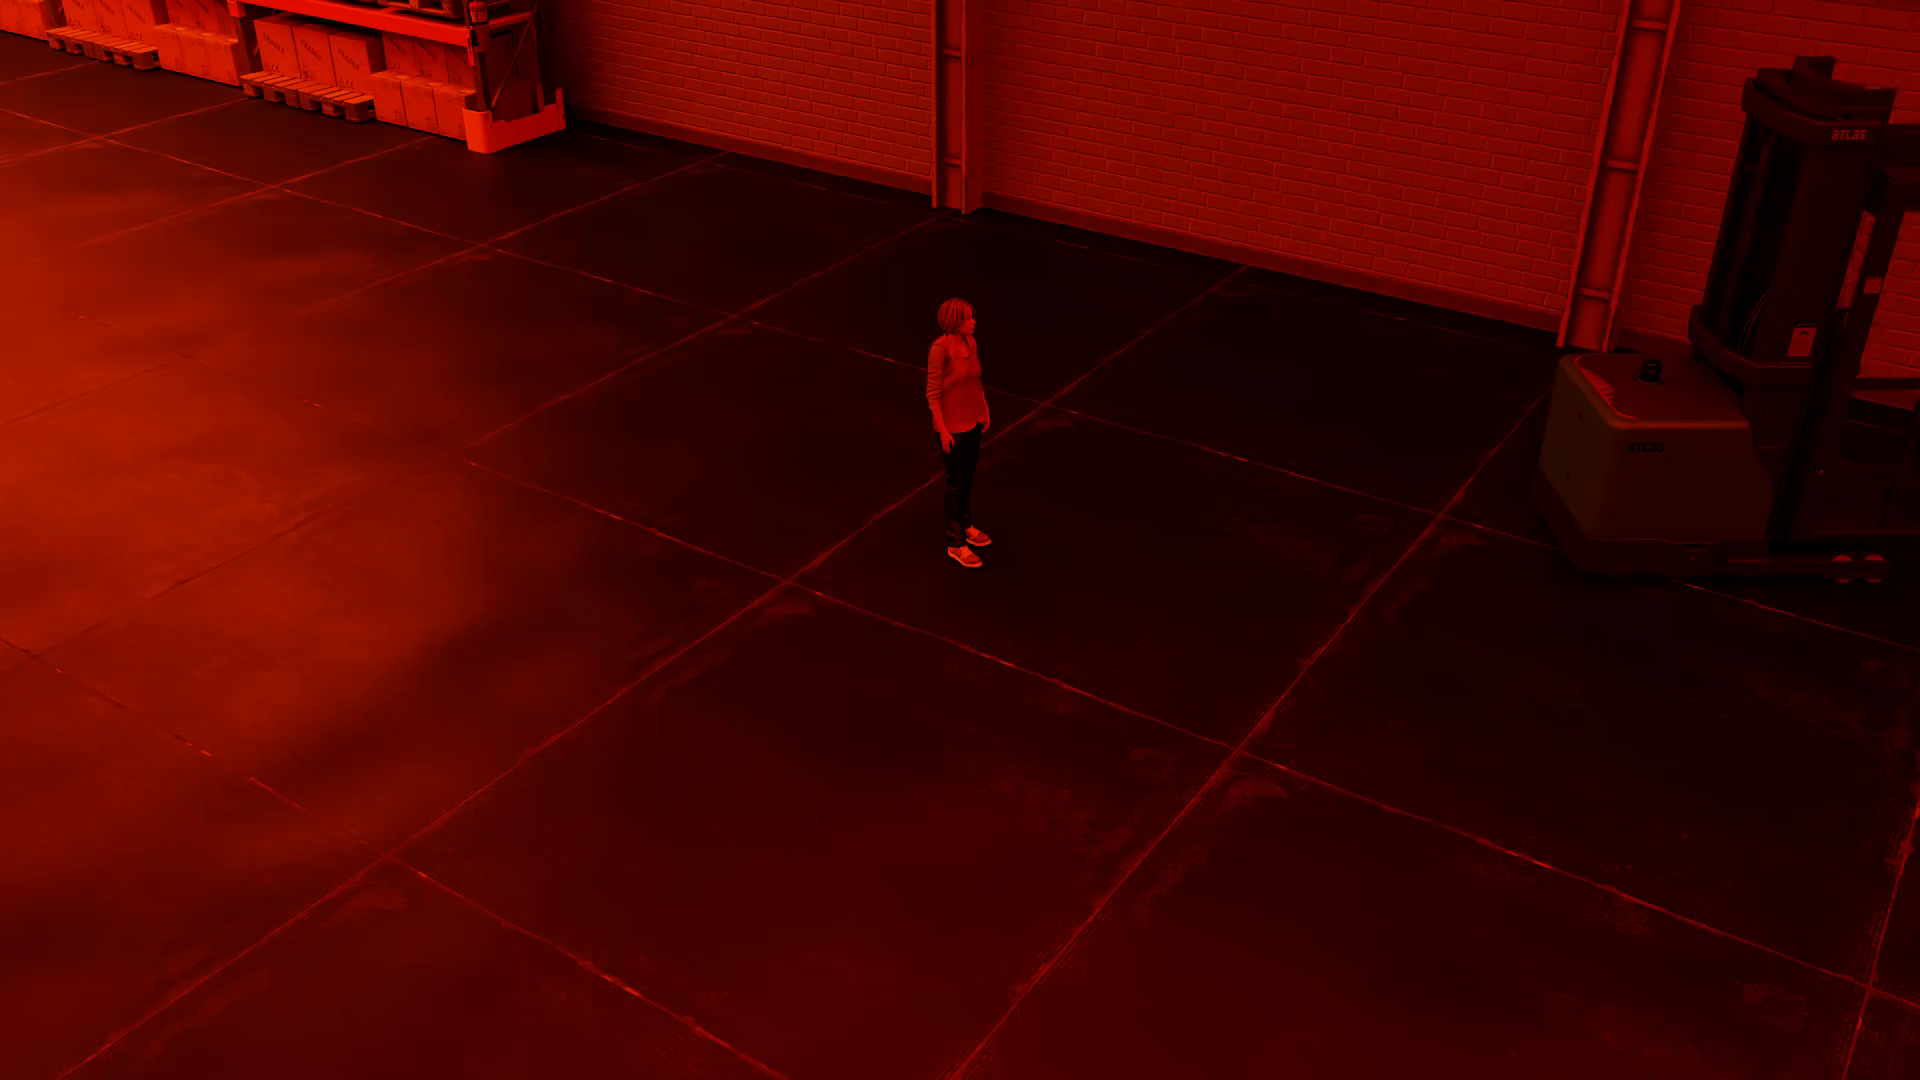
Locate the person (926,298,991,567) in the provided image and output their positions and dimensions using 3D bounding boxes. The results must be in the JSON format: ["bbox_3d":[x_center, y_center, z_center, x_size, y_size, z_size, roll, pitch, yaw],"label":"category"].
[{"bbox_3d":[0.054,-0.670,10.049,0.473,1.599,0.520,19,35,29],"label":"person"}]

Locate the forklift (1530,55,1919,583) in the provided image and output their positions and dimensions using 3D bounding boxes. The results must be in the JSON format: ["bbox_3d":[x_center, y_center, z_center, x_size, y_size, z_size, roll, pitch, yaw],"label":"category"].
[{"bbox_3d":[5.233,-1.275,9.777,3.031,2.935,1.130,-1,30,-1],"label":"forklift"}]
